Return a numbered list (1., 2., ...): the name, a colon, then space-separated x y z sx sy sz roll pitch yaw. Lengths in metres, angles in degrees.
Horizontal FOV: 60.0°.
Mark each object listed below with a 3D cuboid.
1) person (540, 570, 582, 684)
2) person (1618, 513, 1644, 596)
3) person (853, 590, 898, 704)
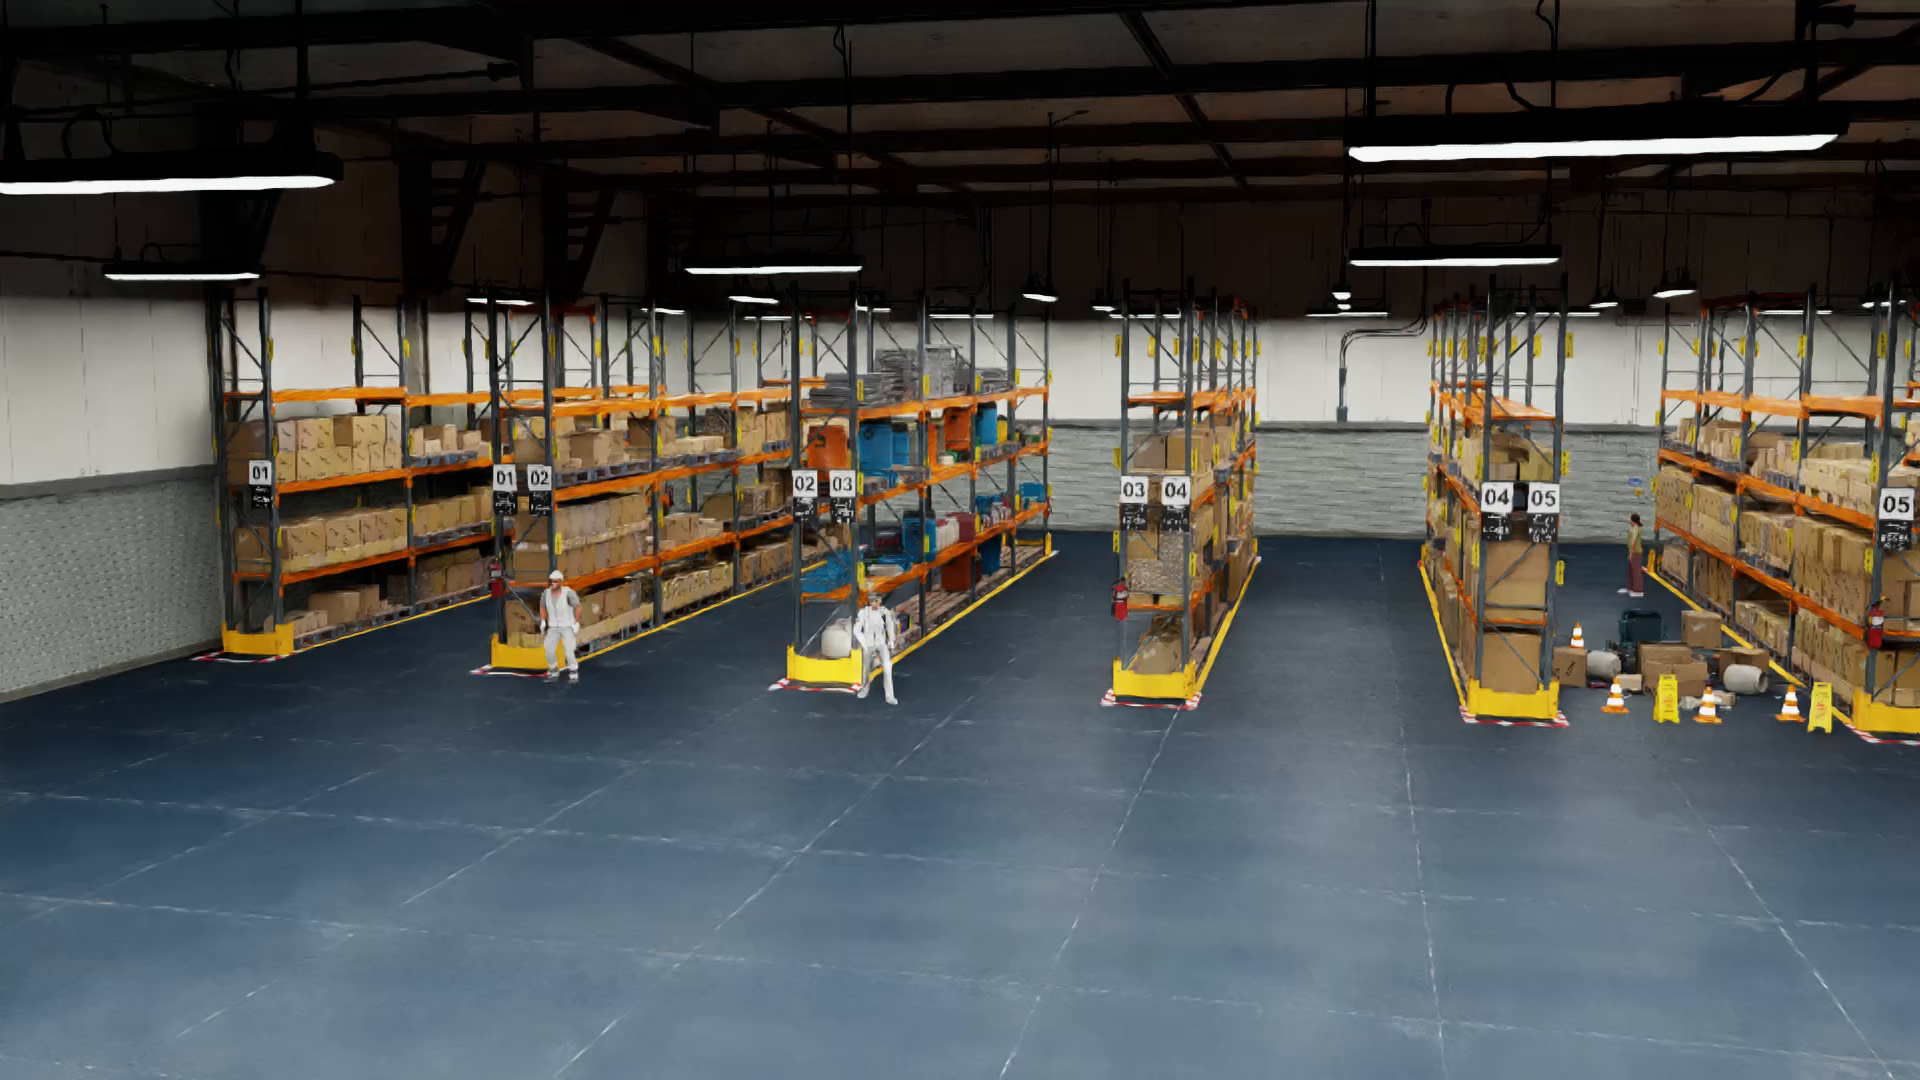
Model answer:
1. person: -5.964 1.303 24.800 0.677 1.742 0.552 1 7 11
2. person: 13.650 0.298 33.740 0.540 1.643 0.545 4 8 30
3. person: -1.205 1.482 23.646 0.630 1.608 0.811 0 7 -4
